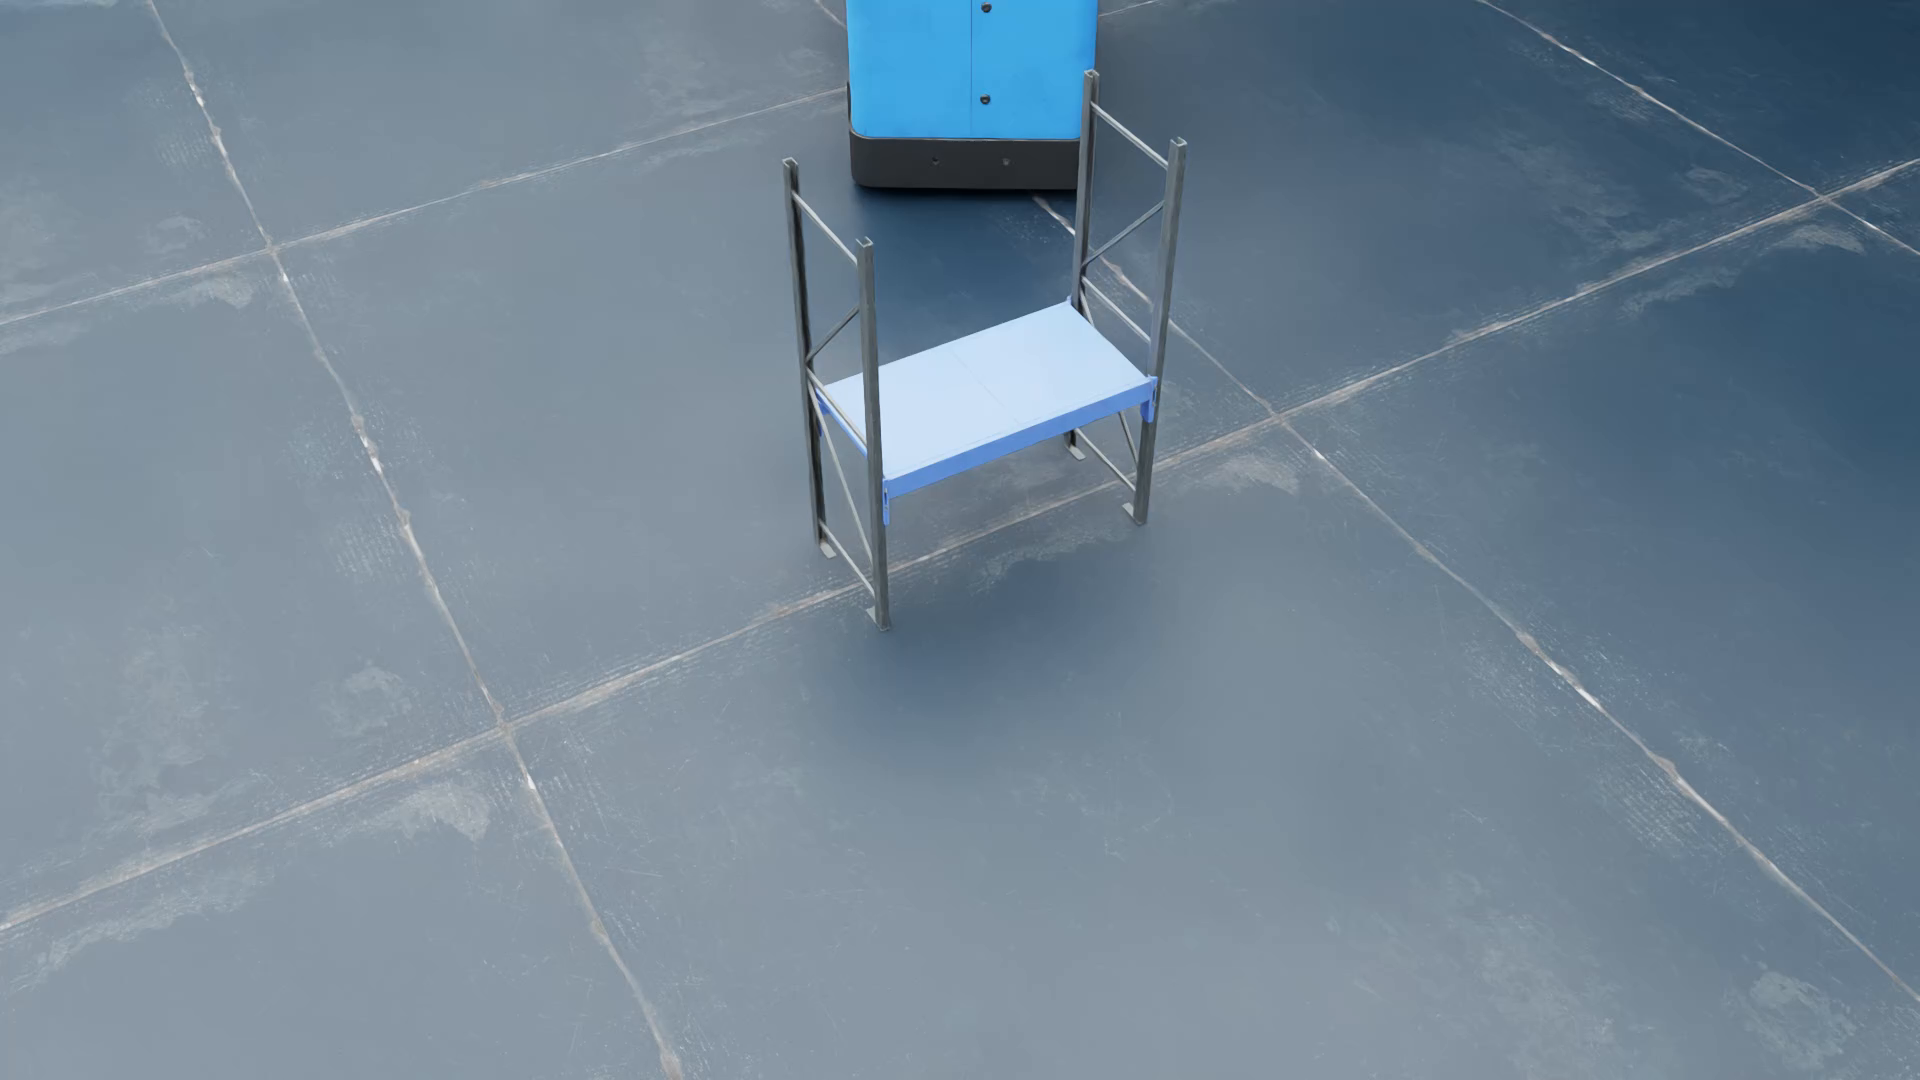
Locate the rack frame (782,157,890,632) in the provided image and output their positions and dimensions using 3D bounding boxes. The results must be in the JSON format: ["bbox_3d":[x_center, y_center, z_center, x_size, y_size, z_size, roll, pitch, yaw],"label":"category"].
[{"bbox_3d":[-0.367,-0.391,5.076,0.032,1.500,0.500,-22,48,-21],"label":"rack frame"}]

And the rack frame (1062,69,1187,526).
[{"bbox_3d":[0.515,-0.744,5.440,0.032,1.500,0.500,-22,48,-21],"label":"rack frame"}]

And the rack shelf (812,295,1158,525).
[{"bbox_3d":[0.074,-0.439,5.383,1.000,0.185,0.538,-22,48,-21],"label":"rack shelf"}]

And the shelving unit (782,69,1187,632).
[{"bbox_3d":[0.074,-0.568,5.258,1.048,1.500,0.538,-22,48,-21],"label":"shelving unit"}]

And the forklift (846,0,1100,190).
[{"bbox_3d":[0.080,-3.580,7.334,1.130,2.935,3.031,1,44,1],"label":"forklift"}]
